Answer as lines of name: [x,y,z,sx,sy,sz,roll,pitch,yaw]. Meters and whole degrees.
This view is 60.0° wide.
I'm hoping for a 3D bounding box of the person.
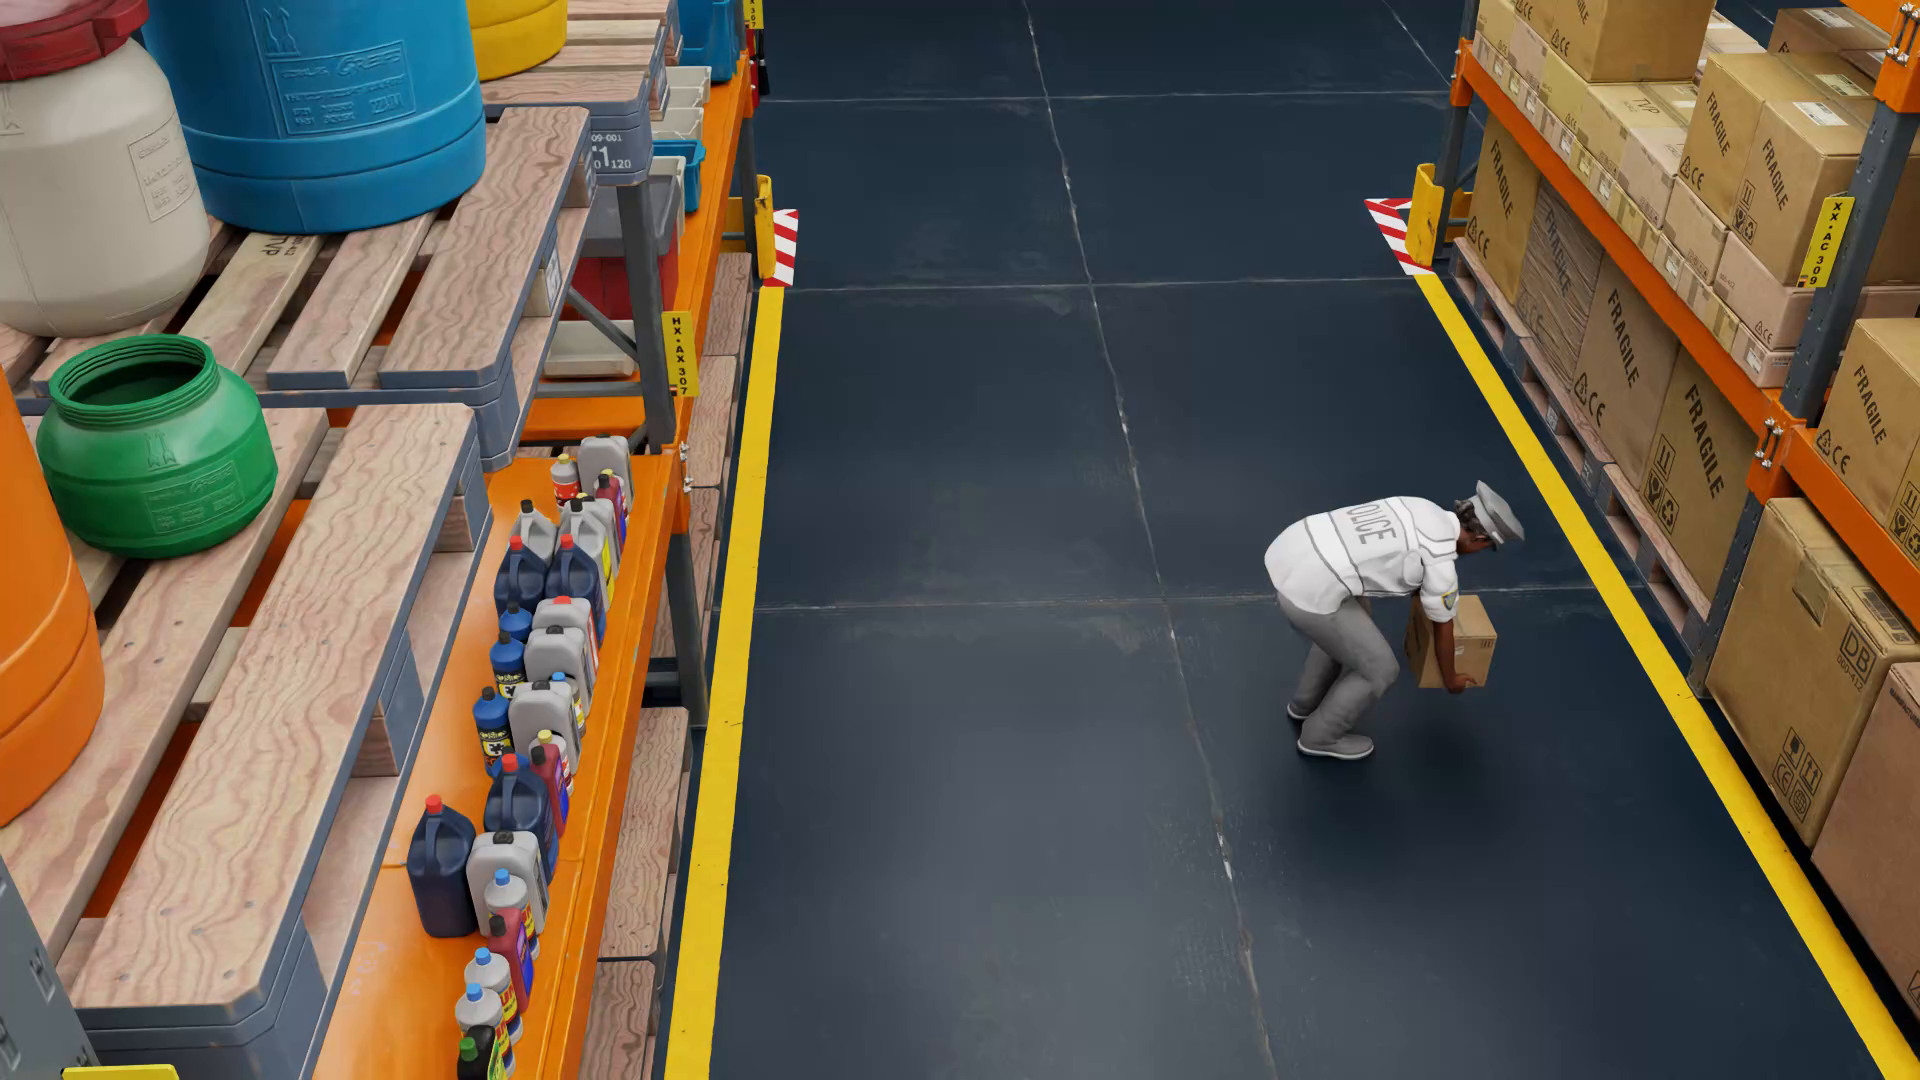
person: [1.582,0.297,6.214,0.930,1.103,0.436,-3,36,-4]
